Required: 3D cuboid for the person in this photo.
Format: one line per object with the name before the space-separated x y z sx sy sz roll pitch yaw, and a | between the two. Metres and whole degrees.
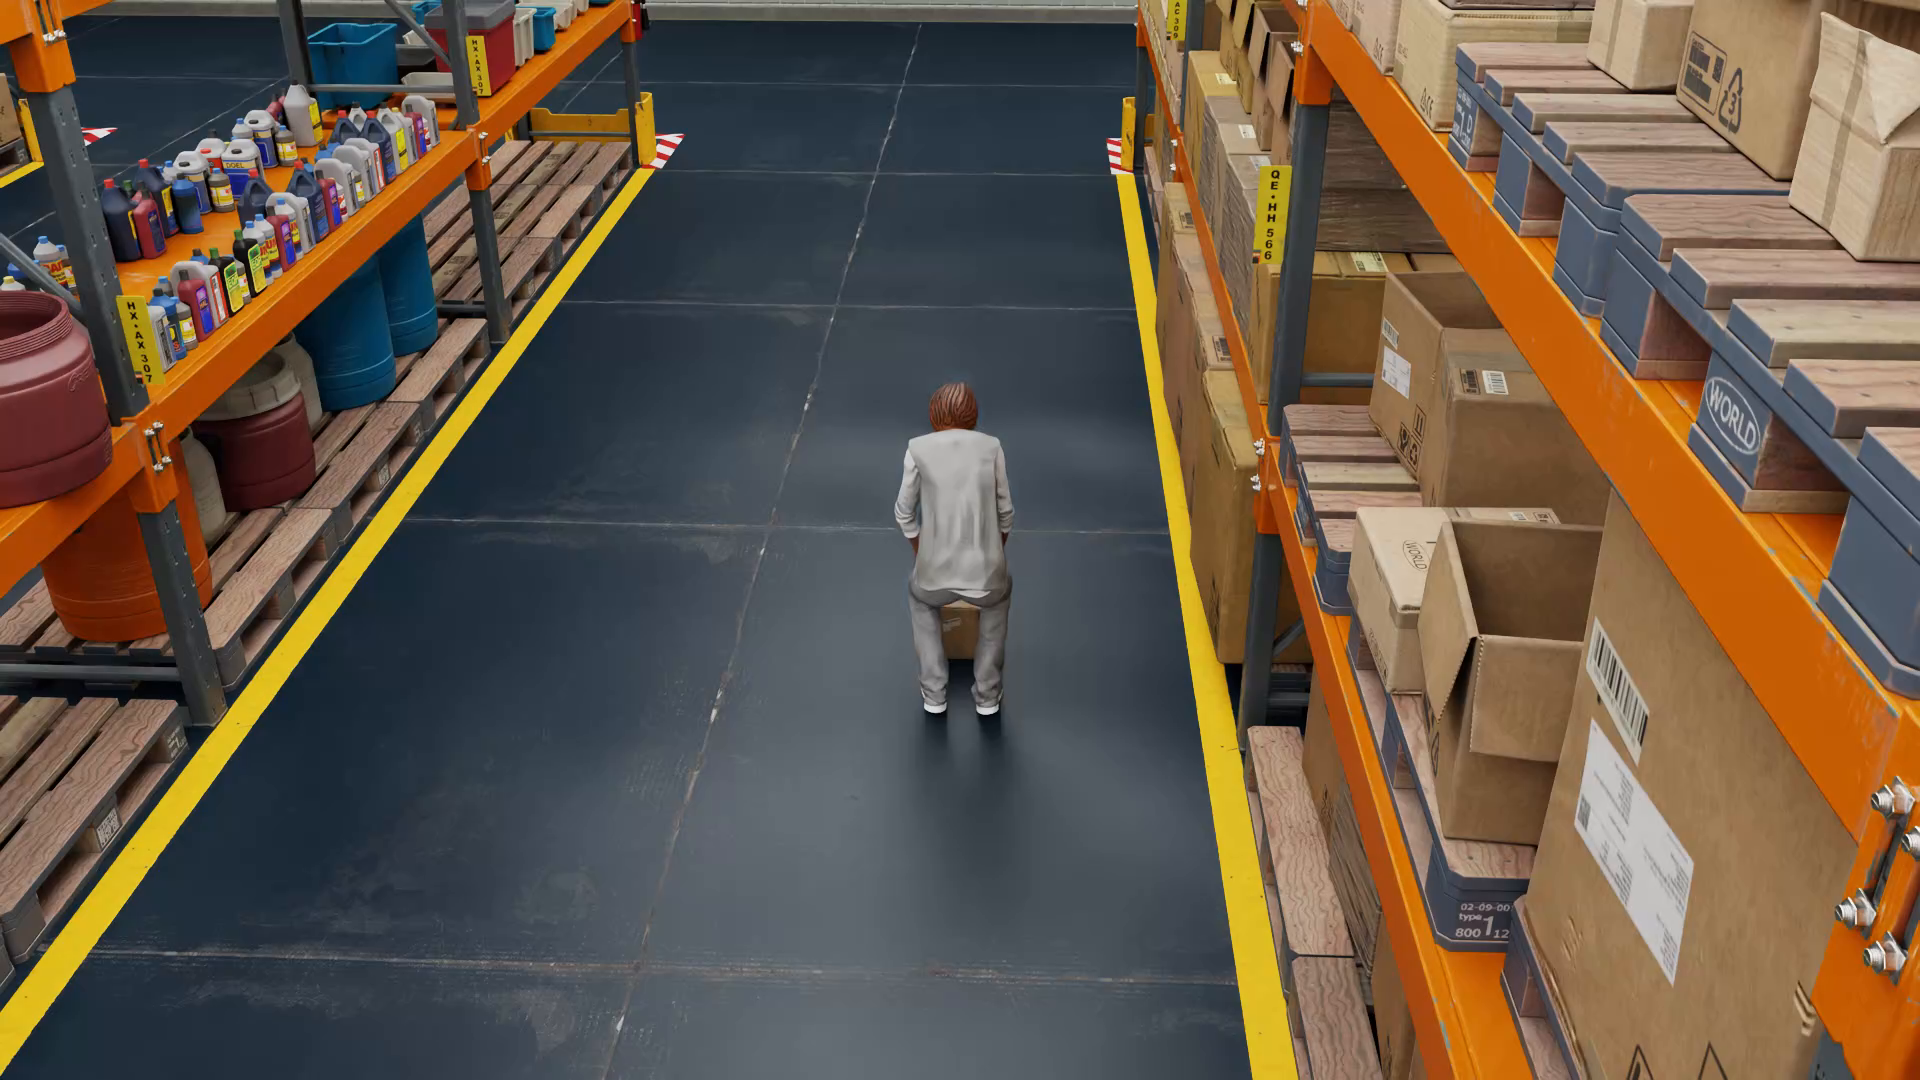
person | -0.026 0.075 6.390 0.462 1.228 0.688 1 28 2
